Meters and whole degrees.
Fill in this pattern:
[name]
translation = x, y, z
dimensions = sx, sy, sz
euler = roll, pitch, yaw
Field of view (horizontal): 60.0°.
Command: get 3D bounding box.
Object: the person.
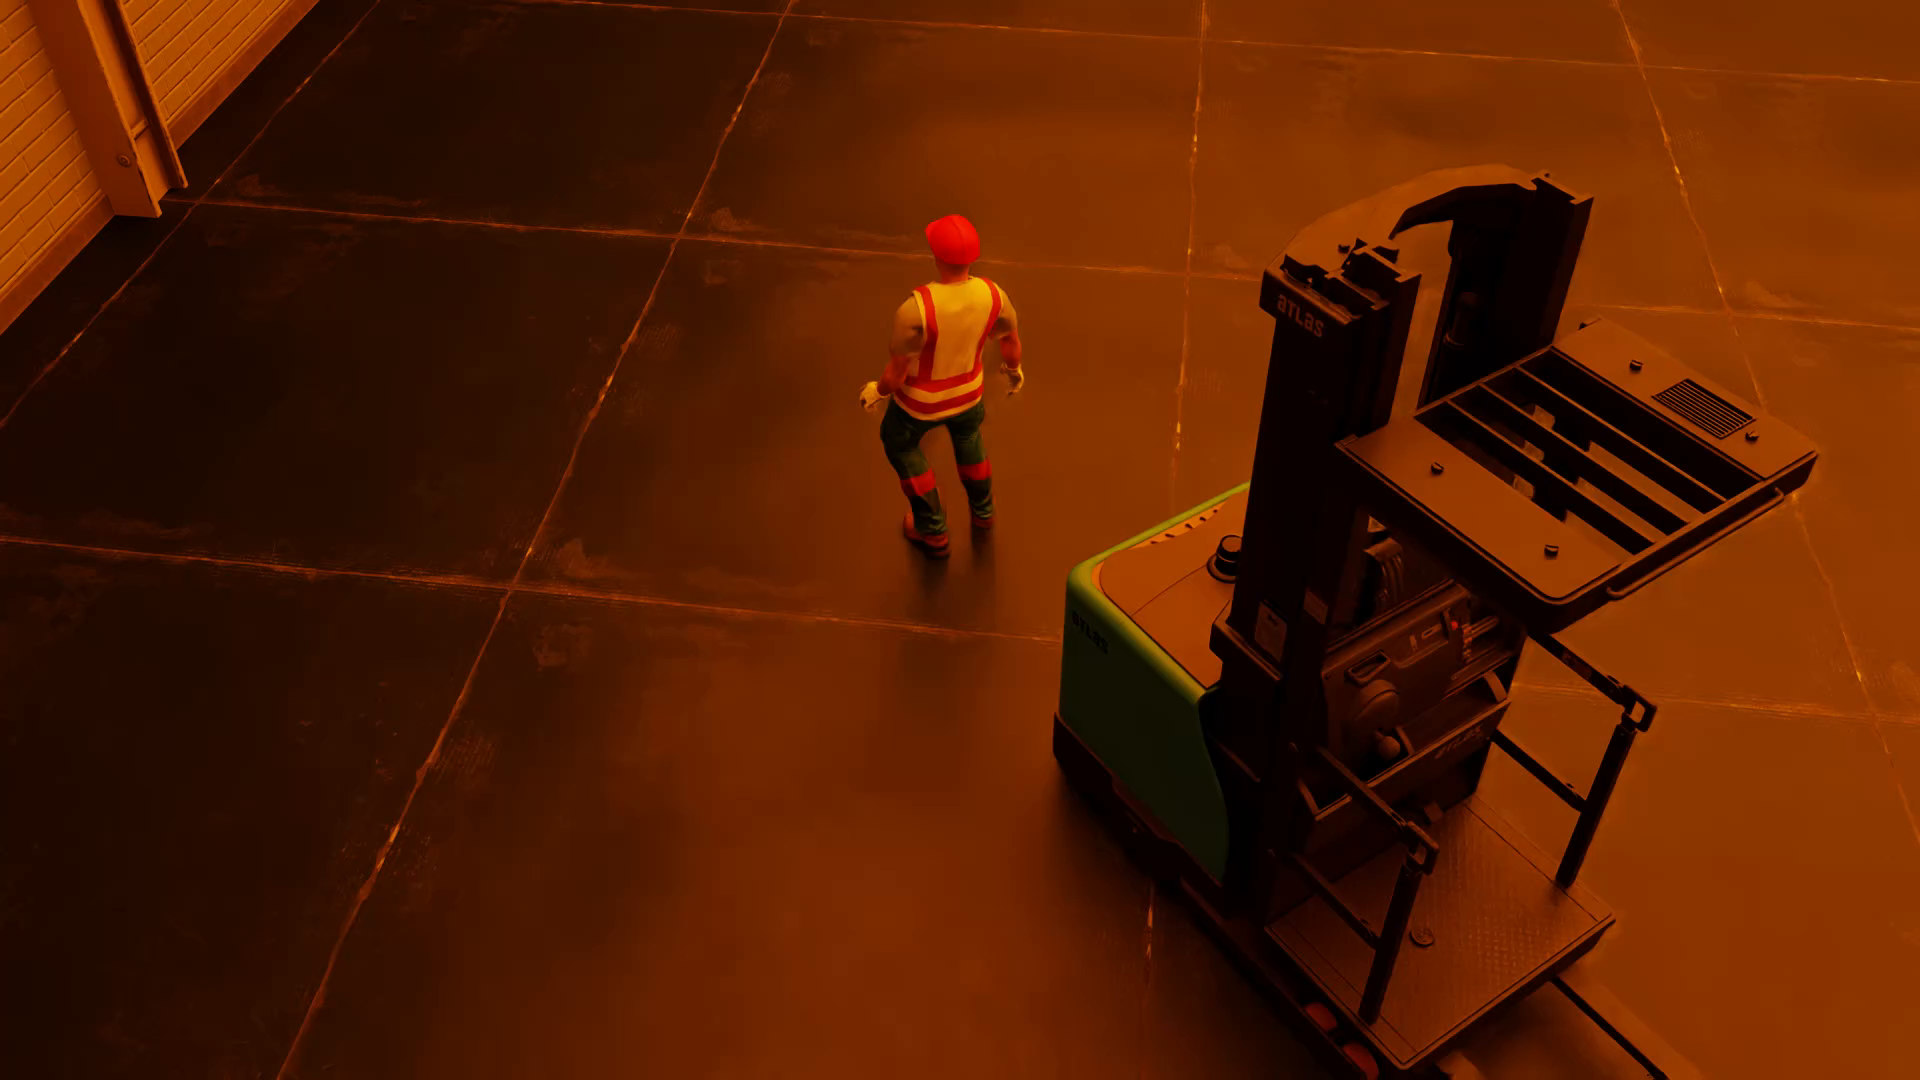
[person]
translation = -0.060, -0.697, 7.383
dimensions = 0.783, 1.730, 0.430
euler = -20, 46, -20

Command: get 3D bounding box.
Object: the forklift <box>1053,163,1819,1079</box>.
[forklift]
translation = 1.629, 0.459, 5.224
dimensions = 1.130, 2.935, 3.031
euler = -25, 48, -25
